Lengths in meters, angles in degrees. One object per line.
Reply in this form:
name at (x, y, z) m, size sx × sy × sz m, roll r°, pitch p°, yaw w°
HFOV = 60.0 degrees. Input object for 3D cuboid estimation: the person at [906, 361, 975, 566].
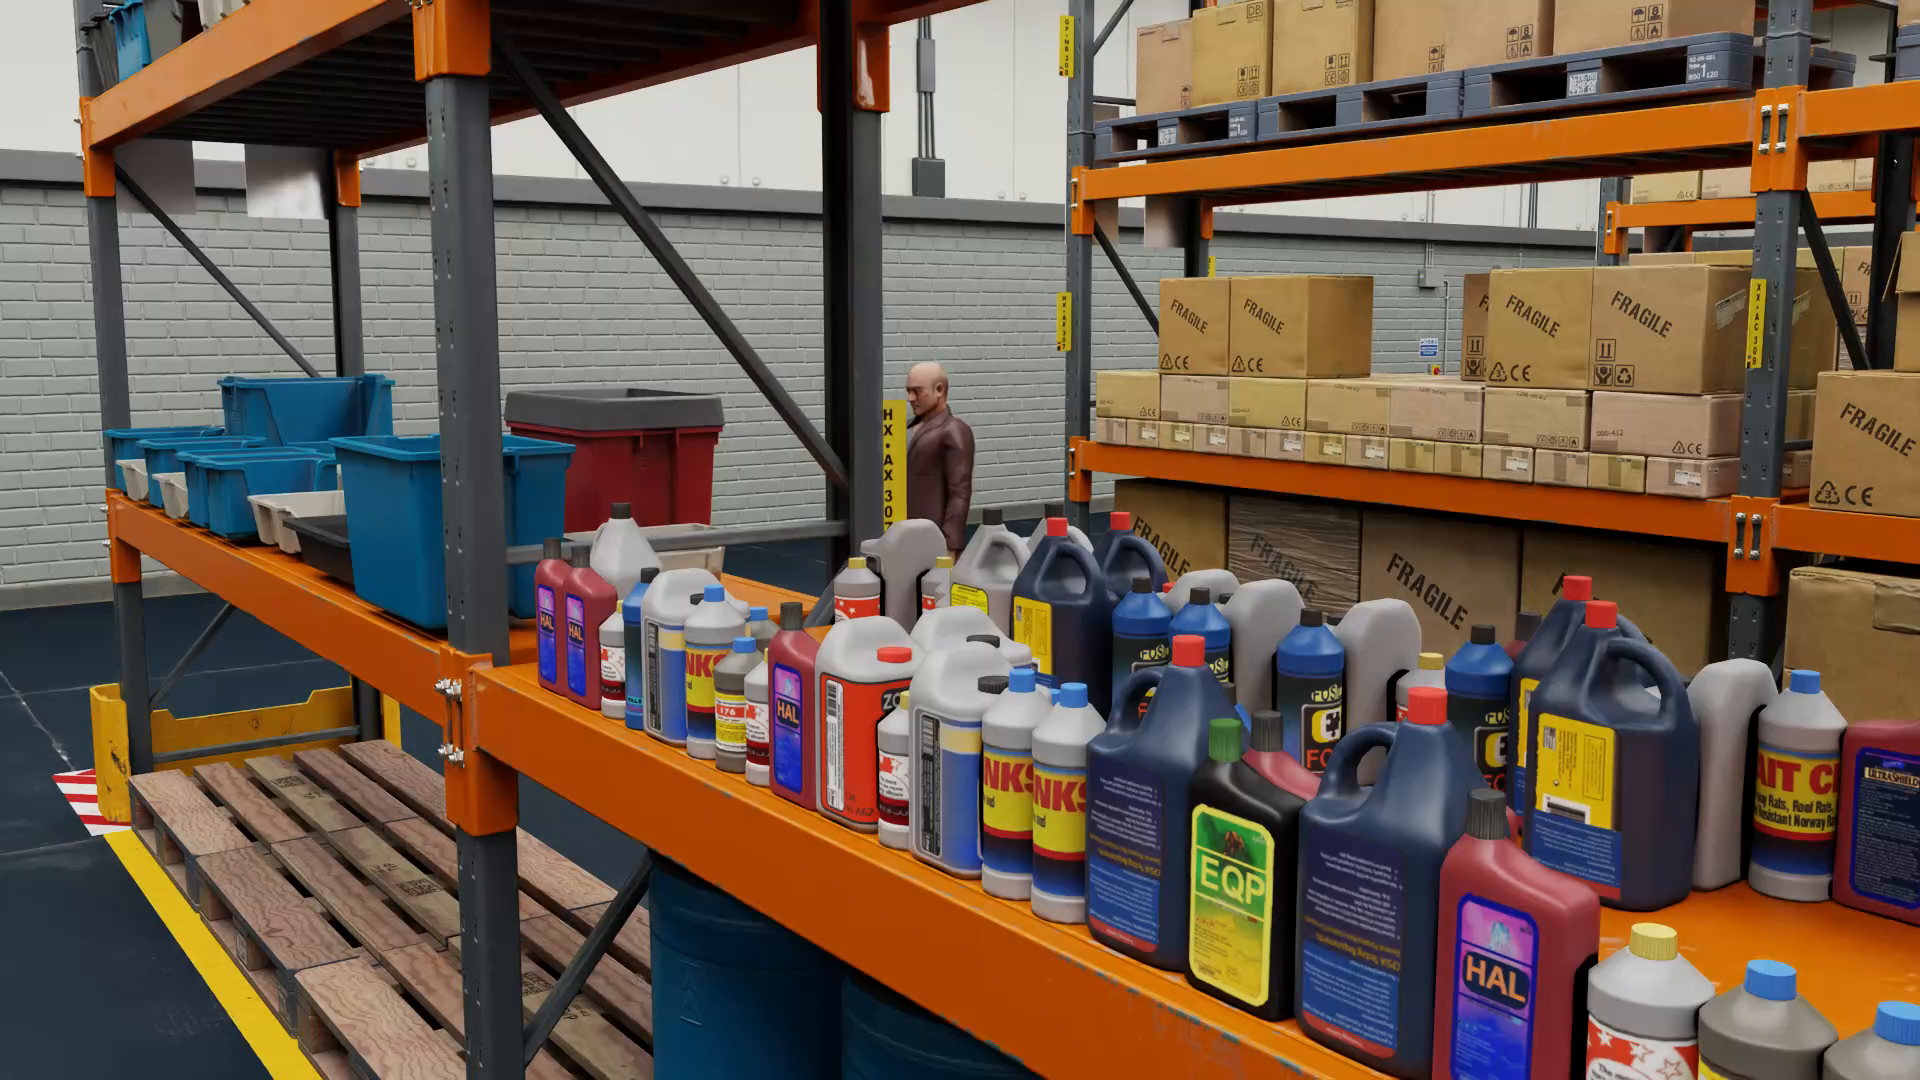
person at (-0.216, 0.154, 7.995) m, size 0.454 × 1.614 × 0.602 m, roll -5°, pitch 9°, yaw -35°
